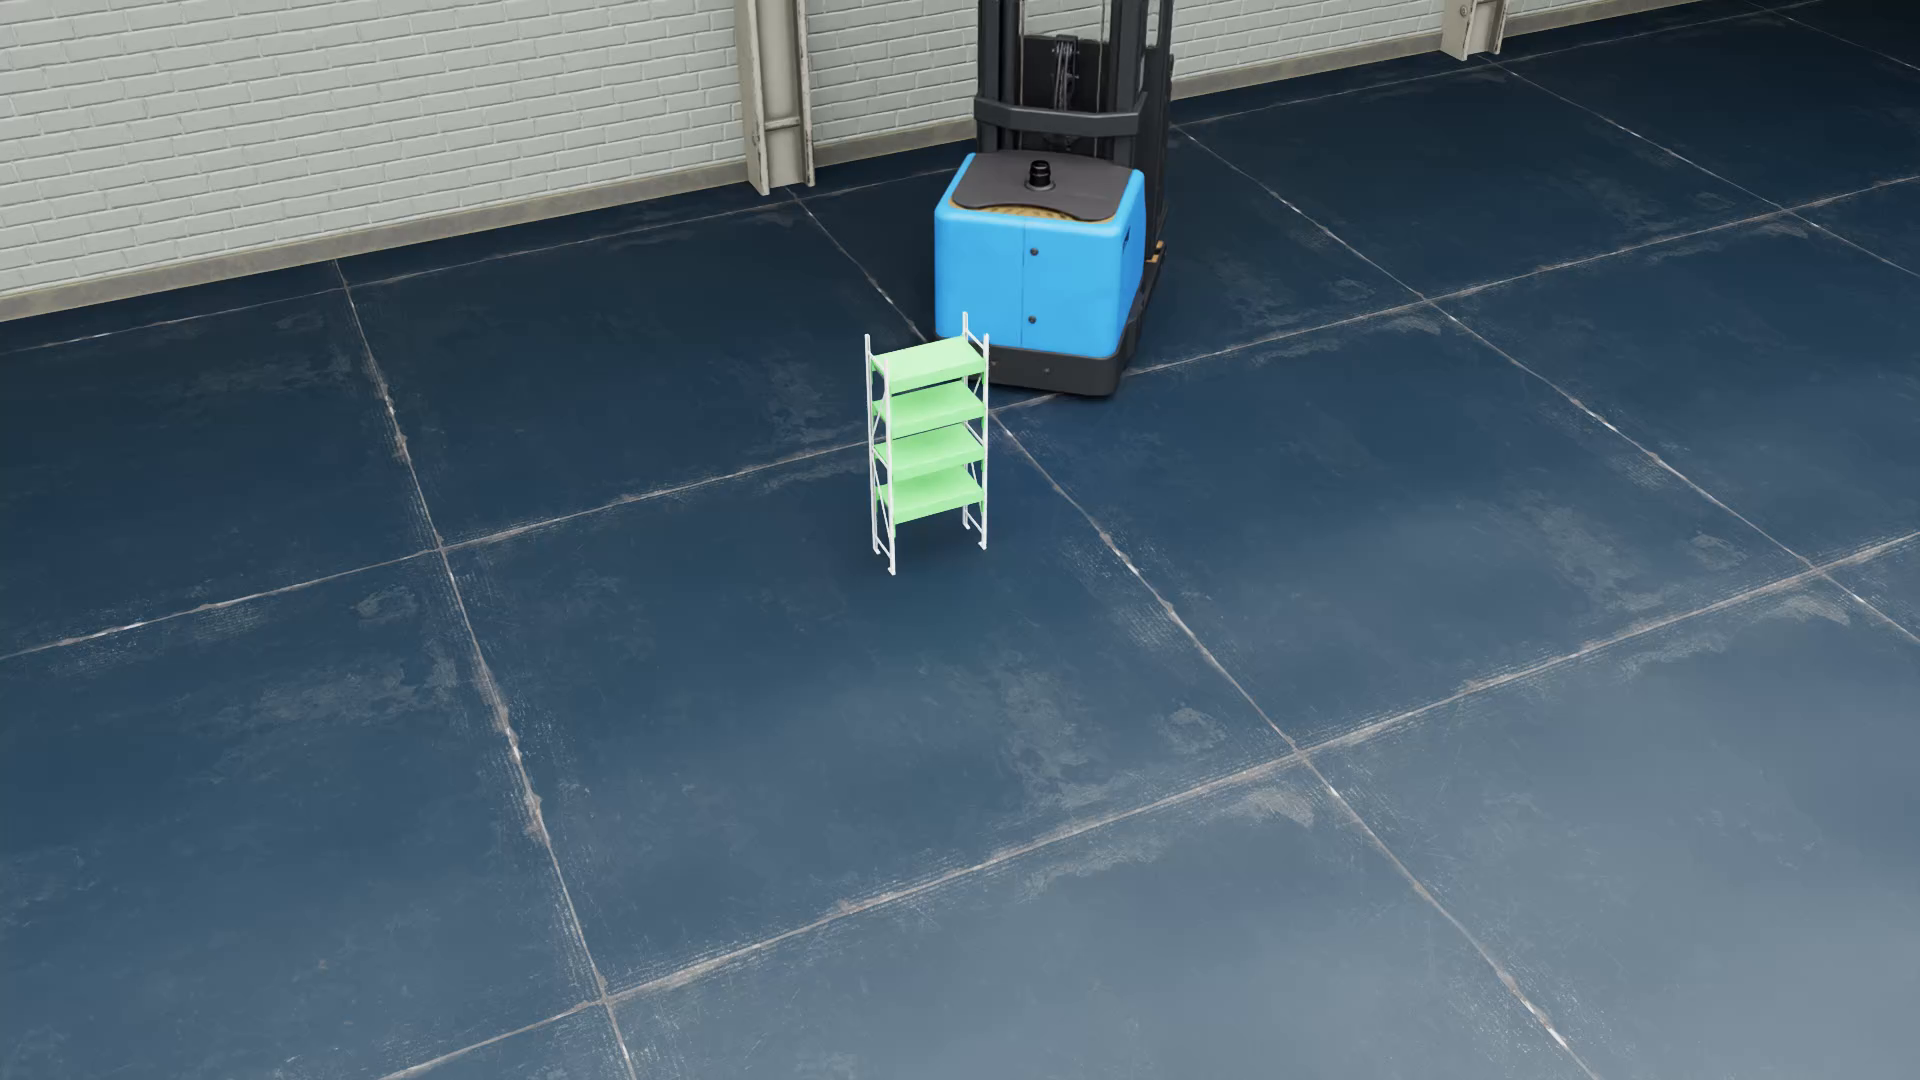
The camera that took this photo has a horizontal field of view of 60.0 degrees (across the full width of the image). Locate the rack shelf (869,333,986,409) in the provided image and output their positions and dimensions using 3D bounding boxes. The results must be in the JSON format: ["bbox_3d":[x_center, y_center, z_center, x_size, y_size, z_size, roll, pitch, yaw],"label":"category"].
[{"bbox_3d":[-0.150,-0.774,7.588,0.480,0.148,0.258,-16,39,-20],"label":"rack shelf"}]

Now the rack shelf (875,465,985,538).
[{"bbox_3d":[-0.150,-0.196,8.017,0.480,0.148,0.258,-16,39,-20],"label":"rack shelf"}]

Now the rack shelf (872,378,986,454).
[{"bbox_3d":[-0.150,-0.581,7.731,0.480,0.148,0.258,-16,39,-20],"label":"rack shelf"}]

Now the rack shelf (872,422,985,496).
[{"bbox_3d":[-0.150,-0.389,7.874,0.480,0.148,0.258,-16,39,-20],"label":"rack shelf"}]

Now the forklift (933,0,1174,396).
[{"bbox_3d":[0.699,-2.852,9.635,1.130,2.935,3.031,8,37,11],"label":"forklift"}]

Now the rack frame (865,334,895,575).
[{"bbox_3d":[-0.371,-0.378,7.753,0.015,1.200,0.240,-16,39,-20],"label":"rack frame"}]

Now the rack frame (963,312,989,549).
[{"bbox_3d":[0.071,-0.502,7.919,0.015,1.200,0.240,-16,39,-20],"label":"rack frame"}]

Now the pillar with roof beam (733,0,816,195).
[{"bbox_3d":[0.580,-3.796,5.815,0.400,9.000,9.100,-16,39,-20],"label":"pillar with roof beam"}]

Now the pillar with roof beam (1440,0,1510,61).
[{"bbox_3d":[6.012,-5.315,7.862,0.400,9.000,9.100,-16,39,-20],"label":"pillar with roof beam"}]

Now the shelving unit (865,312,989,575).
[{"bbox_3d":[-0.150,-0.440,7.836,0.503,1.200,0.258,-16,39,-20],"label":"shelving unit"}]
